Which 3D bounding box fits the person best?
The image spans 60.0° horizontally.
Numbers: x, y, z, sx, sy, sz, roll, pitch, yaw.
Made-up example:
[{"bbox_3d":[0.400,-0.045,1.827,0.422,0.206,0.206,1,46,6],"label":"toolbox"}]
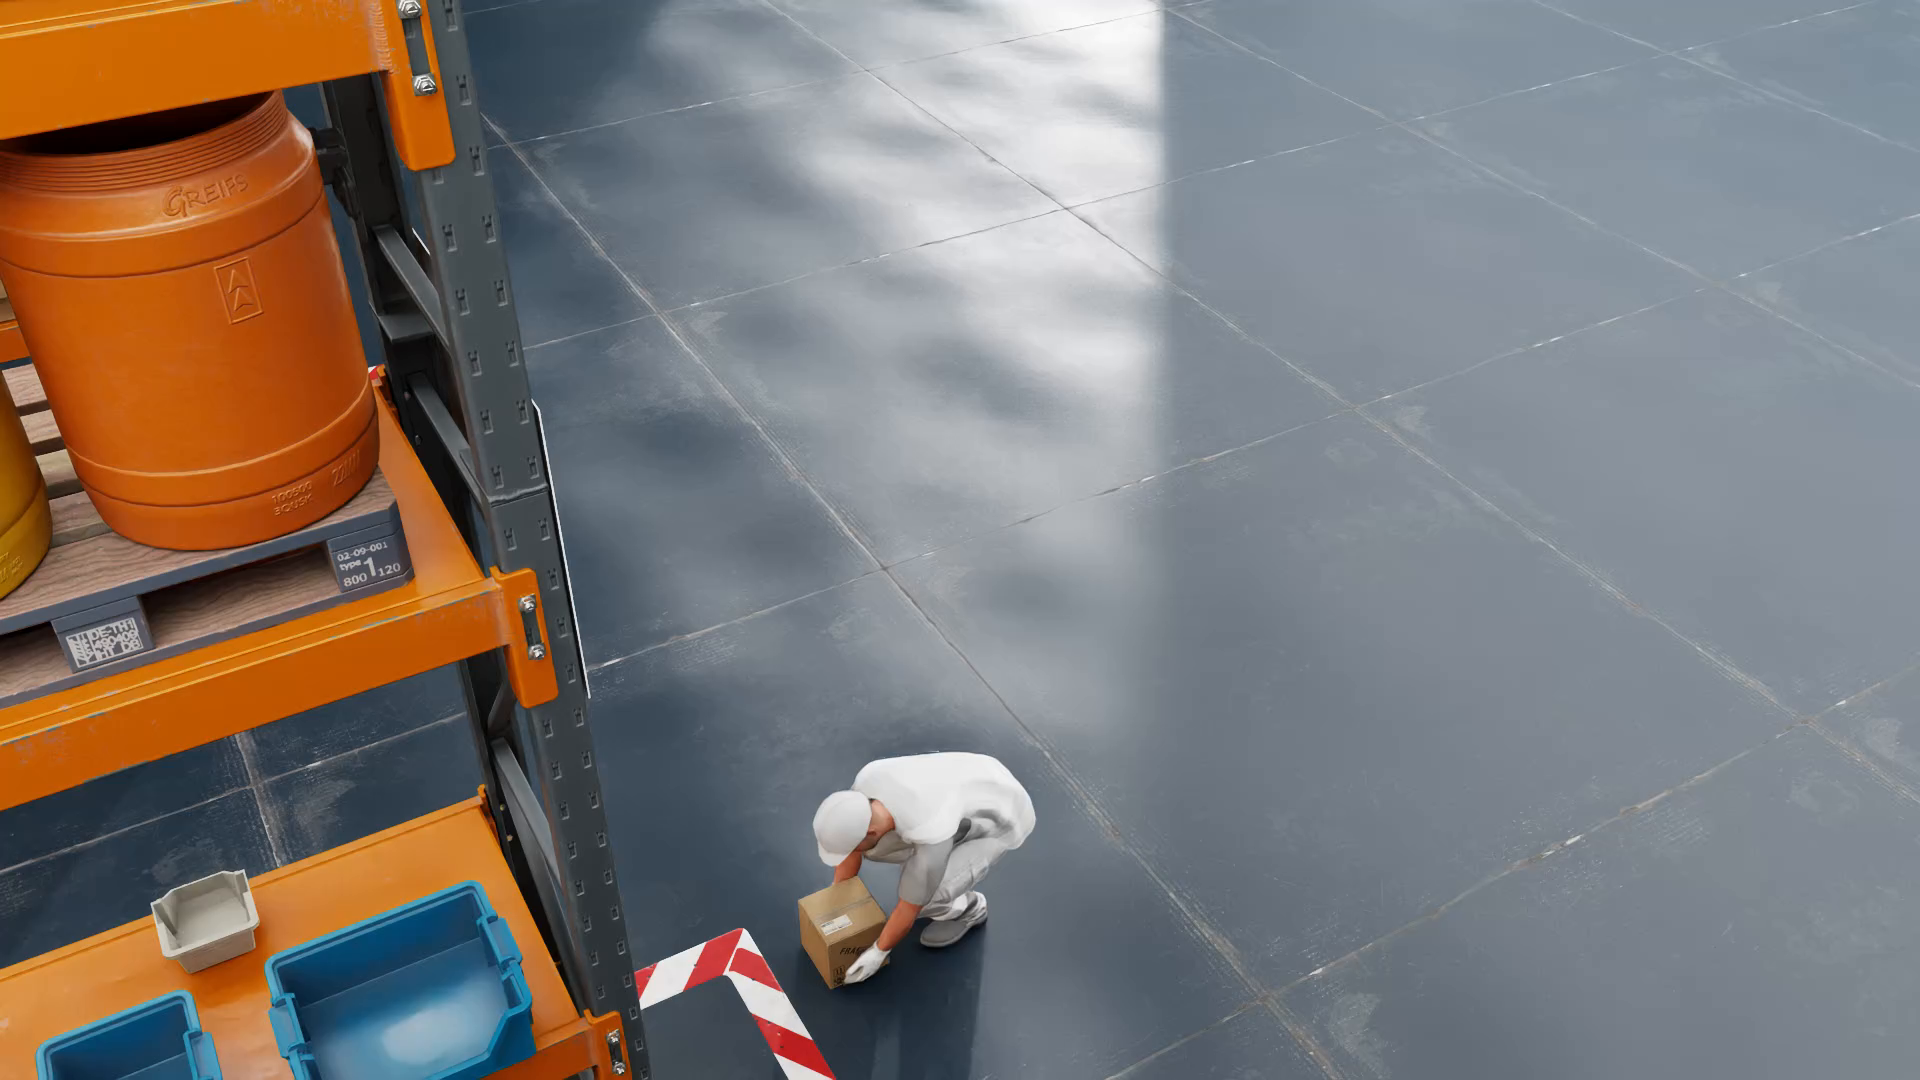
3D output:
[{"bbox_3d":[-0.138,1.123,6.157,0.888,0.883,0.567,-19,40,-24],"label":"person"}]
